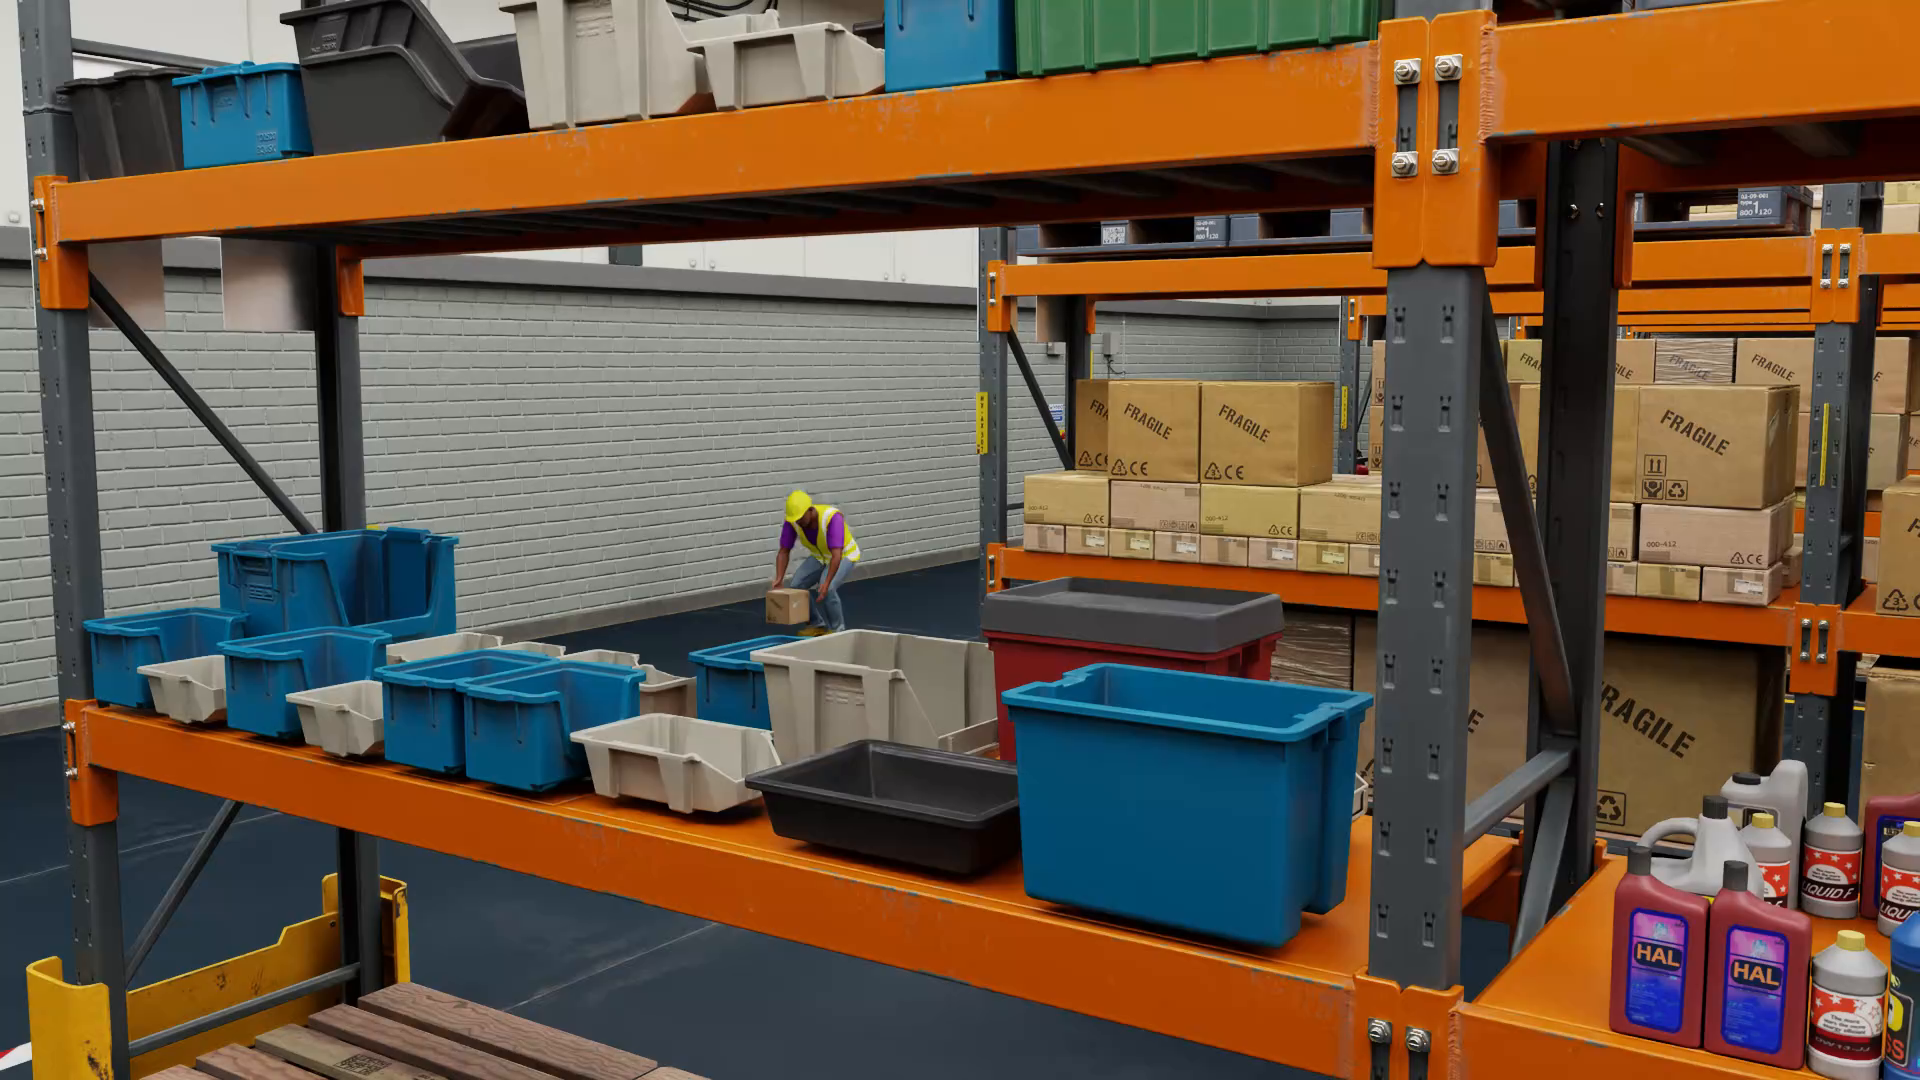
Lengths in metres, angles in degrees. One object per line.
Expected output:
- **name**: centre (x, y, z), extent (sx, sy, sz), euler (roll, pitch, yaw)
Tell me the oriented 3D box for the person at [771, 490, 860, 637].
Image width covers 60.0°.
- **person**: centre (-1.145, 0.200, 13.681), extent (0.626, 1.260, 0.823), euler (4, 8, 33)
